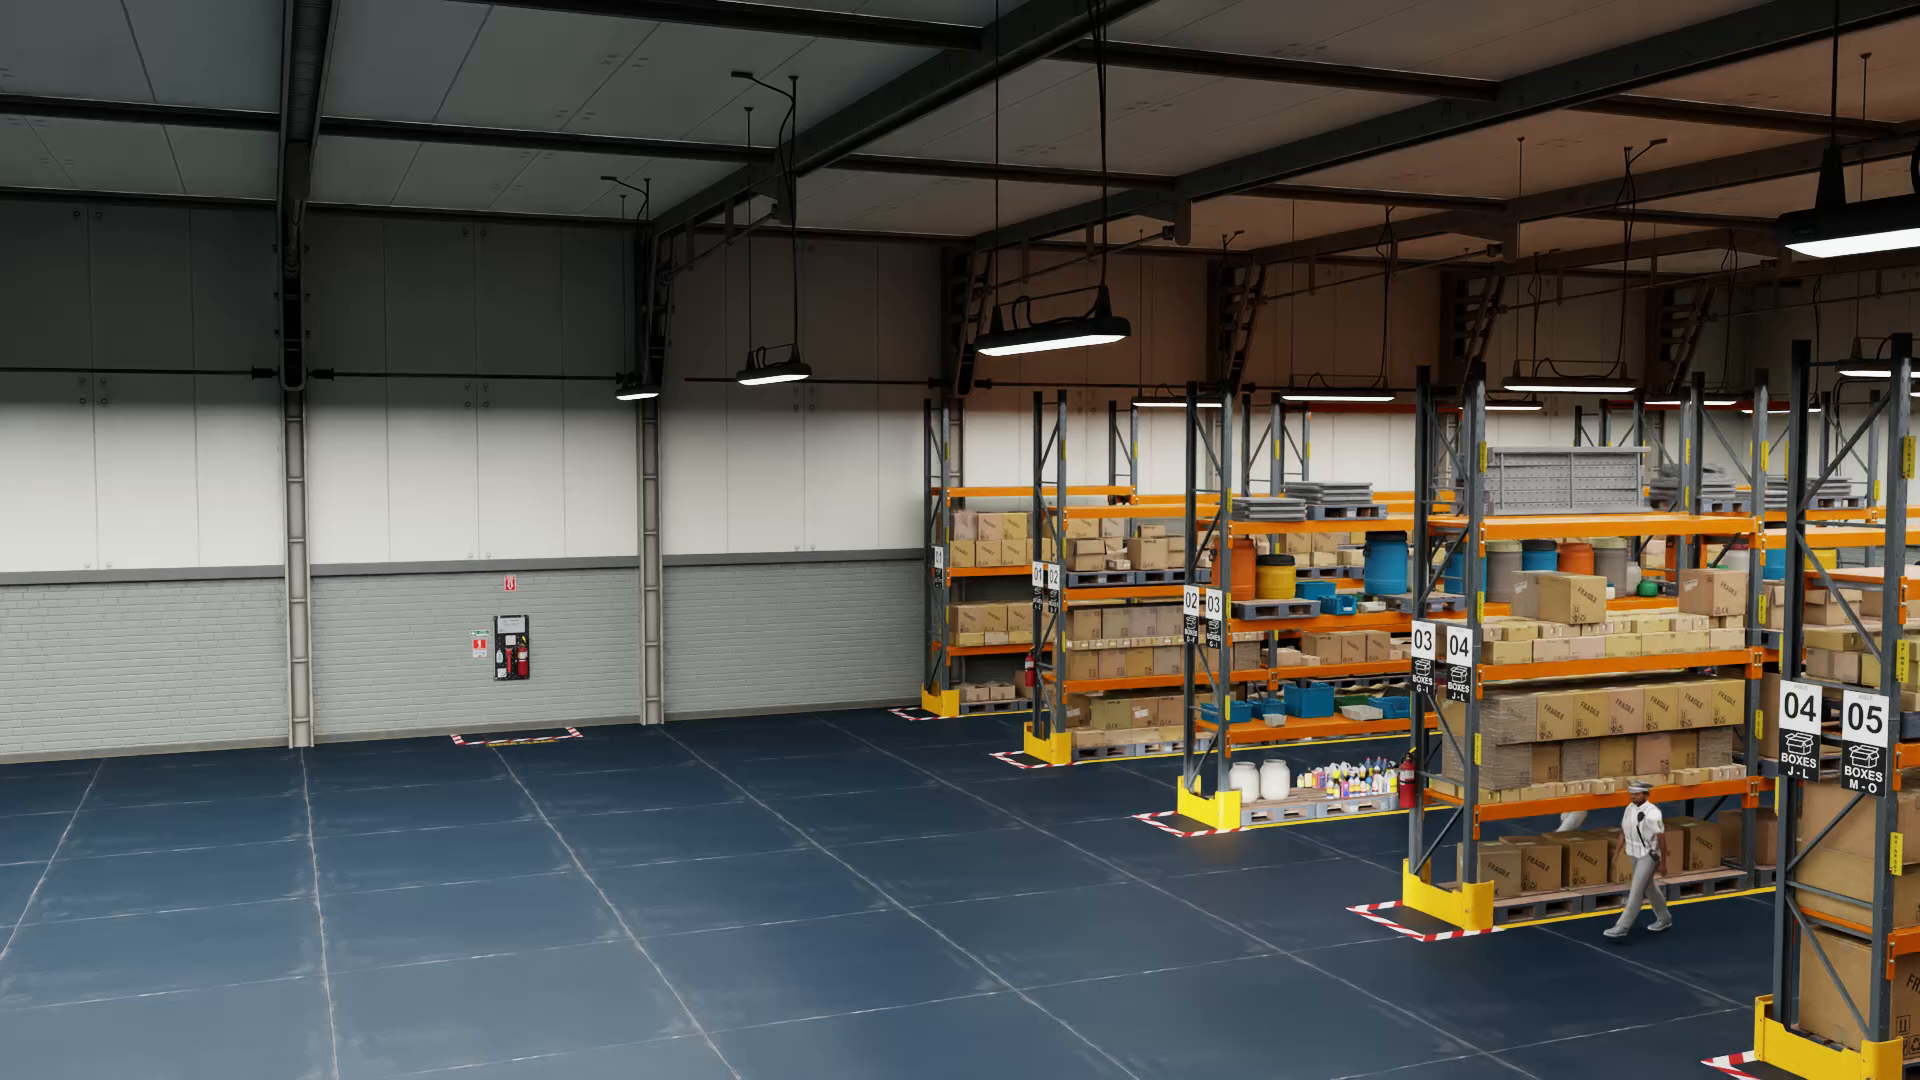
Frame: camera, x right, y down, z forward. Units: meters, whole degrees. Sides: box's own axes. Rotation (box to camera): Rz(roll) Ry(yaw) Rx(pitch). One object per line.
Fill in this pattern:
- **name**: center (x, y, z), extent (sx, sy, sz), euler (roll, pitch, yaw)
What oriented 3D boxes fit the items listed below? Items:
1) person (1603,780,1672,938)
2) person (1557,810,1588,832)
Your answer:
- **person**: center (7.056, 3.305, 17.353), extent (0.992, 1.625, 0.464), euler (-1, 3, -15)
- **person**: center (7.687, 3.075, 21.005), extent (0.613, 1.715, 0.614), euler (-1, 4, -24)
